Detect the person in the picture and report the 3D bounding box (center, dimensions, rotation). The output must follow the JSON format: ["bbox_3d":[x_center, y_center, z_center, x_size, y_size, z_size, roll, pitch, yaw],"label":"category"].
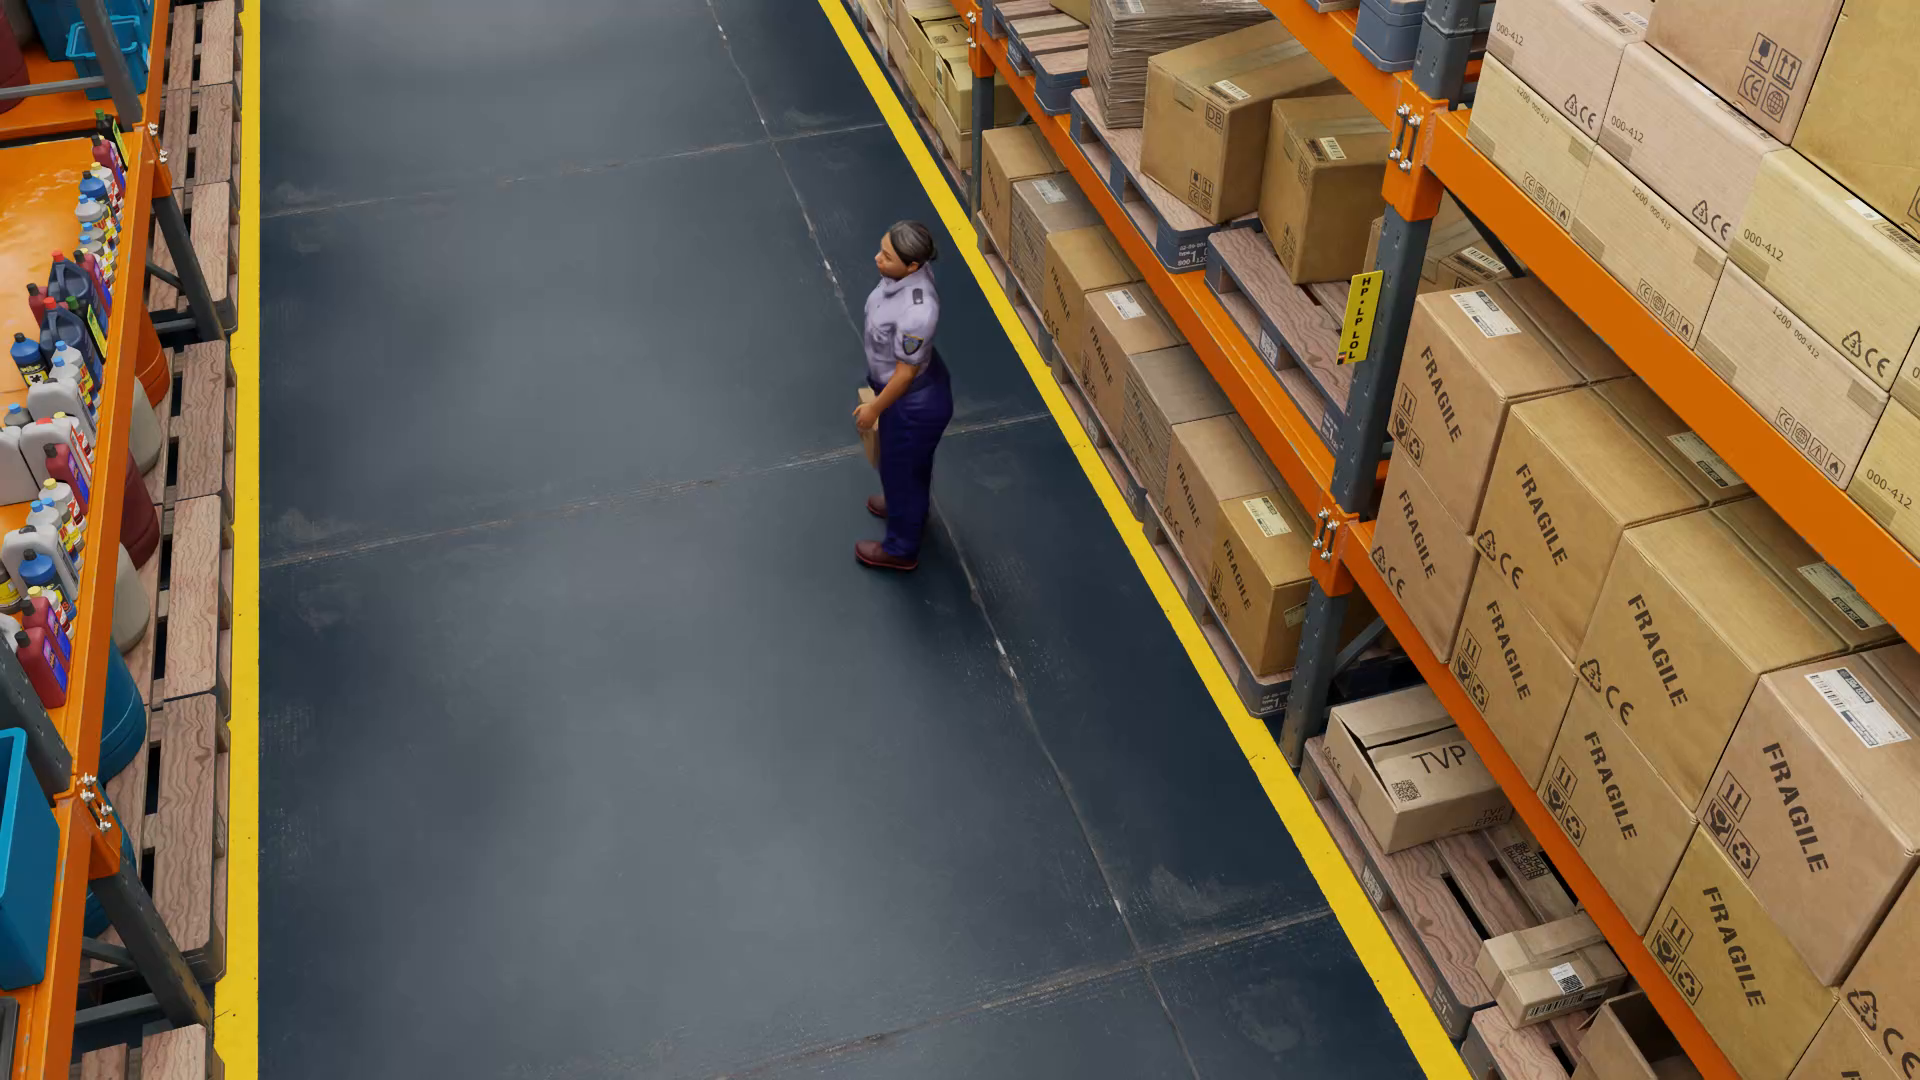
[{"bbox_3d":[-0.254,-0.615,6.816,0.434,1.661,0.550,-3,43,-3],"label":"person"}]
